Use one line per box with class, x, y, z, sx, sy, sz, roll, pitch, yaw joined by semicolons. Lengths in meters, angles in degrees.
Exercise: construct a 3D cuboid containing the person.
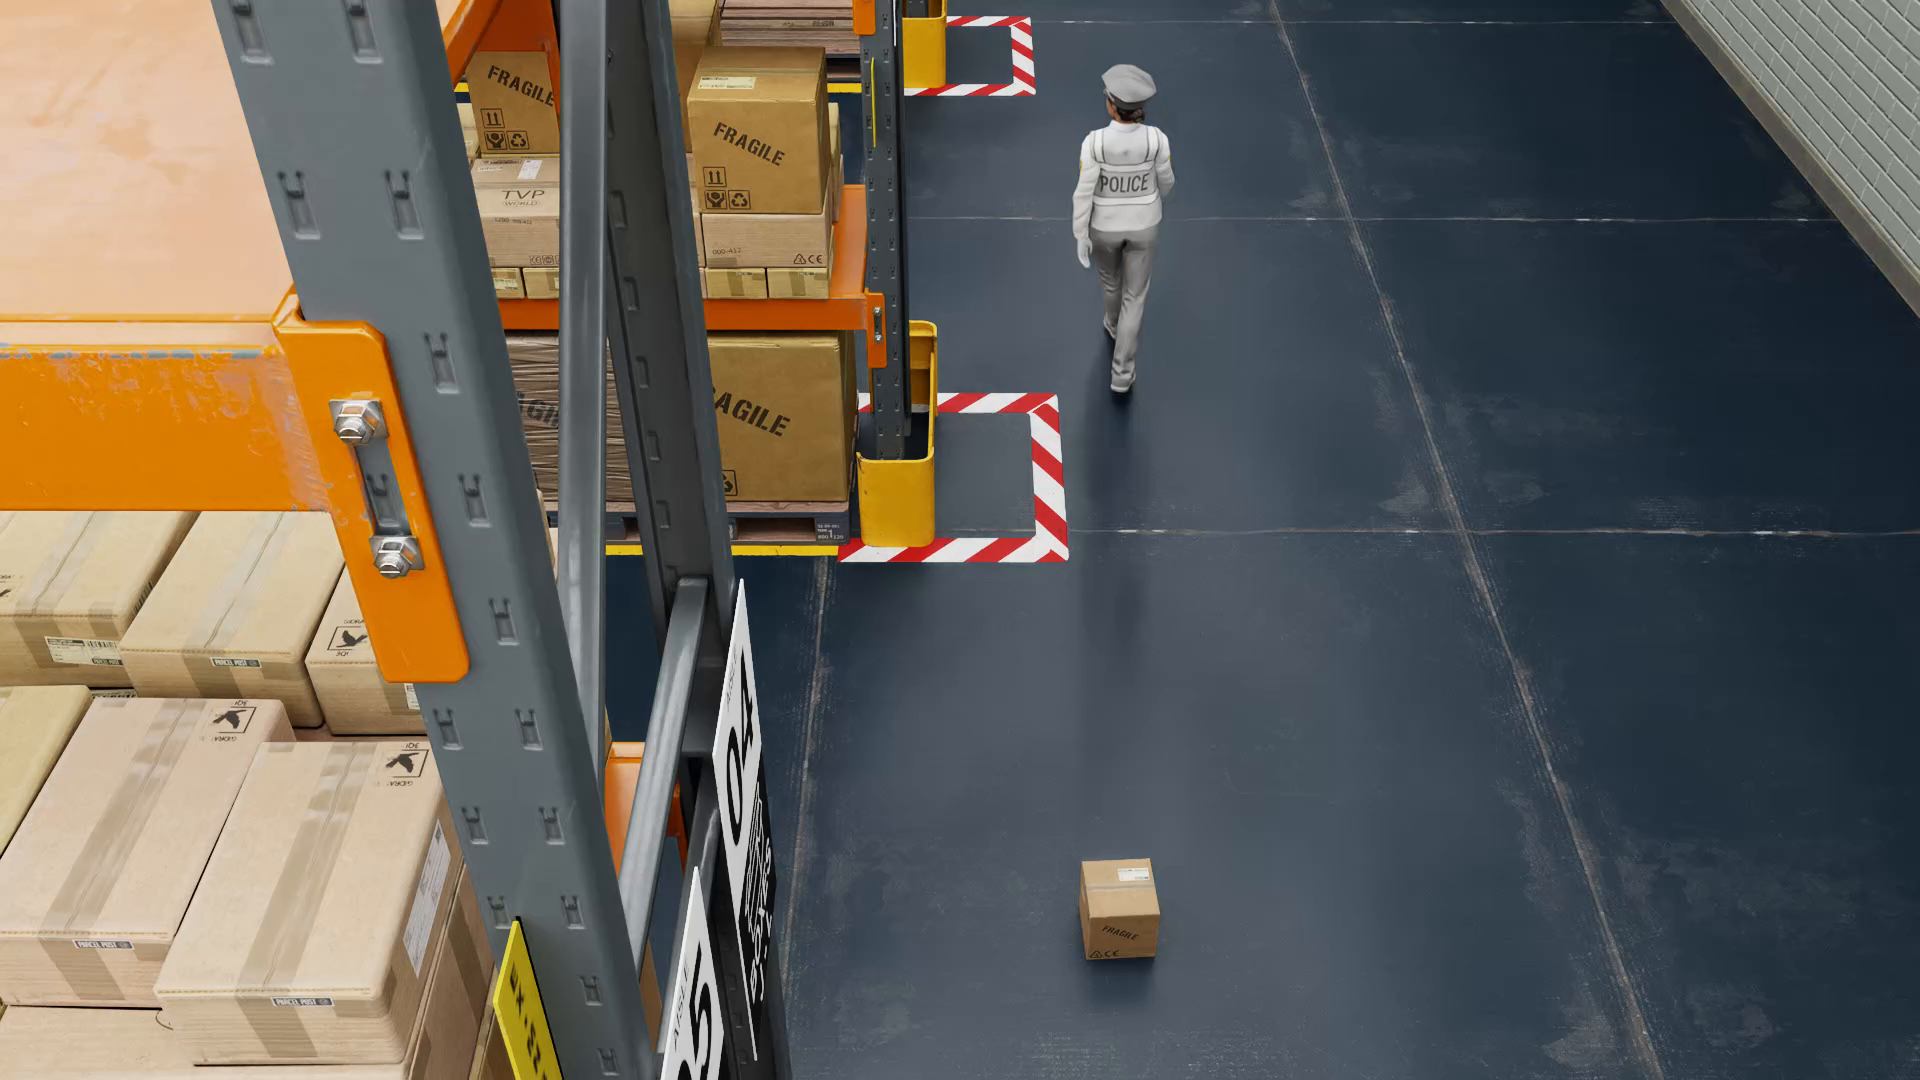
person;0.818;-1.613;8.423;0.502;1.651;0.861;3;40;4
